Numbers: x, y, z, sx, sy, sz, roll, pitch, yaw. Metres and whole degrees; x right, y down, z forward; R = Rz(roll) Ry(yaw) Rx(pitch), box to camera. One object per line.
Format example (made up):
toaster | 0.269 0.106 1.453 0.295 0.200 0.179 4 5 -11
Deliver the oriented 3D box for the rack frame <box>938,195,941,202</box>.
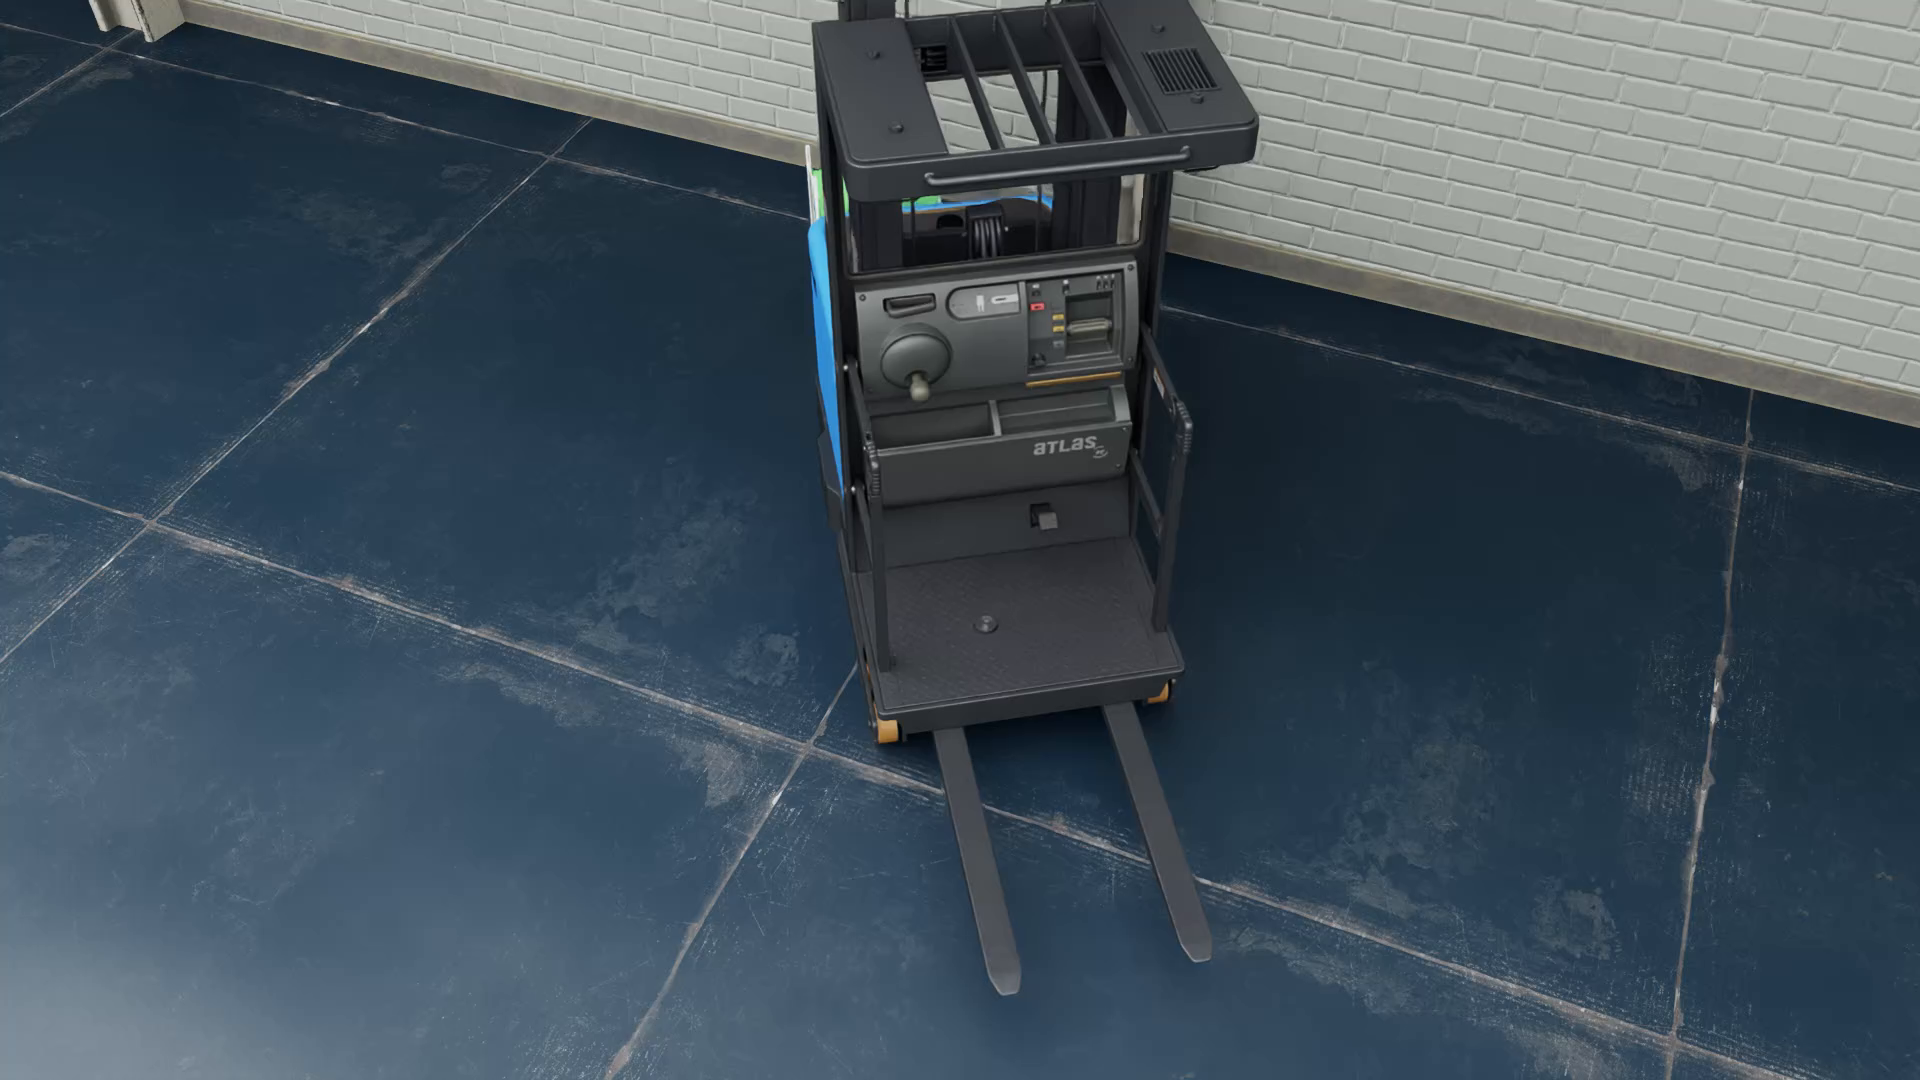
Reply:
rack frame | -0.108 -1.133 7.038 0.015 1.200 0.240 -8 45 -8

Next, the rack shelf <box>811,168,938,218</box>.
rack shelf | -0.347 -1.394 6.711 0.480 0.148 0.258 -8 45 -8

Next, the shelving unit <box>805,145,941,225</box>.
shelving unit | -0.347 -1.099 7.004 0.503 1.200 0.258 -8 45 -8

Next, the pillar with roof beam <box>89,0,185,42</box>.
pillar with roof beam | -6.467 -3.430 3.817 0.400 9.000 9.100 16 47 16

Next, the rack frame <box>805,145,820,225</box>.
rack frame | -0.587 -1.066 6.971 0.015 1.200 0.240 -8 45 -8

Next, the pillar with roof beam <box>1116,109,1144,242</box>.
pillar with roof beam | -0.929 -1.800 2.180 0.400 9.000 9.100 16 47 16

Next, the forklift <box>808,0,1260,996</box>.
forklift | 0.169 -0.591 5.266 1.130 2.935 3.031 -8 45 -8
